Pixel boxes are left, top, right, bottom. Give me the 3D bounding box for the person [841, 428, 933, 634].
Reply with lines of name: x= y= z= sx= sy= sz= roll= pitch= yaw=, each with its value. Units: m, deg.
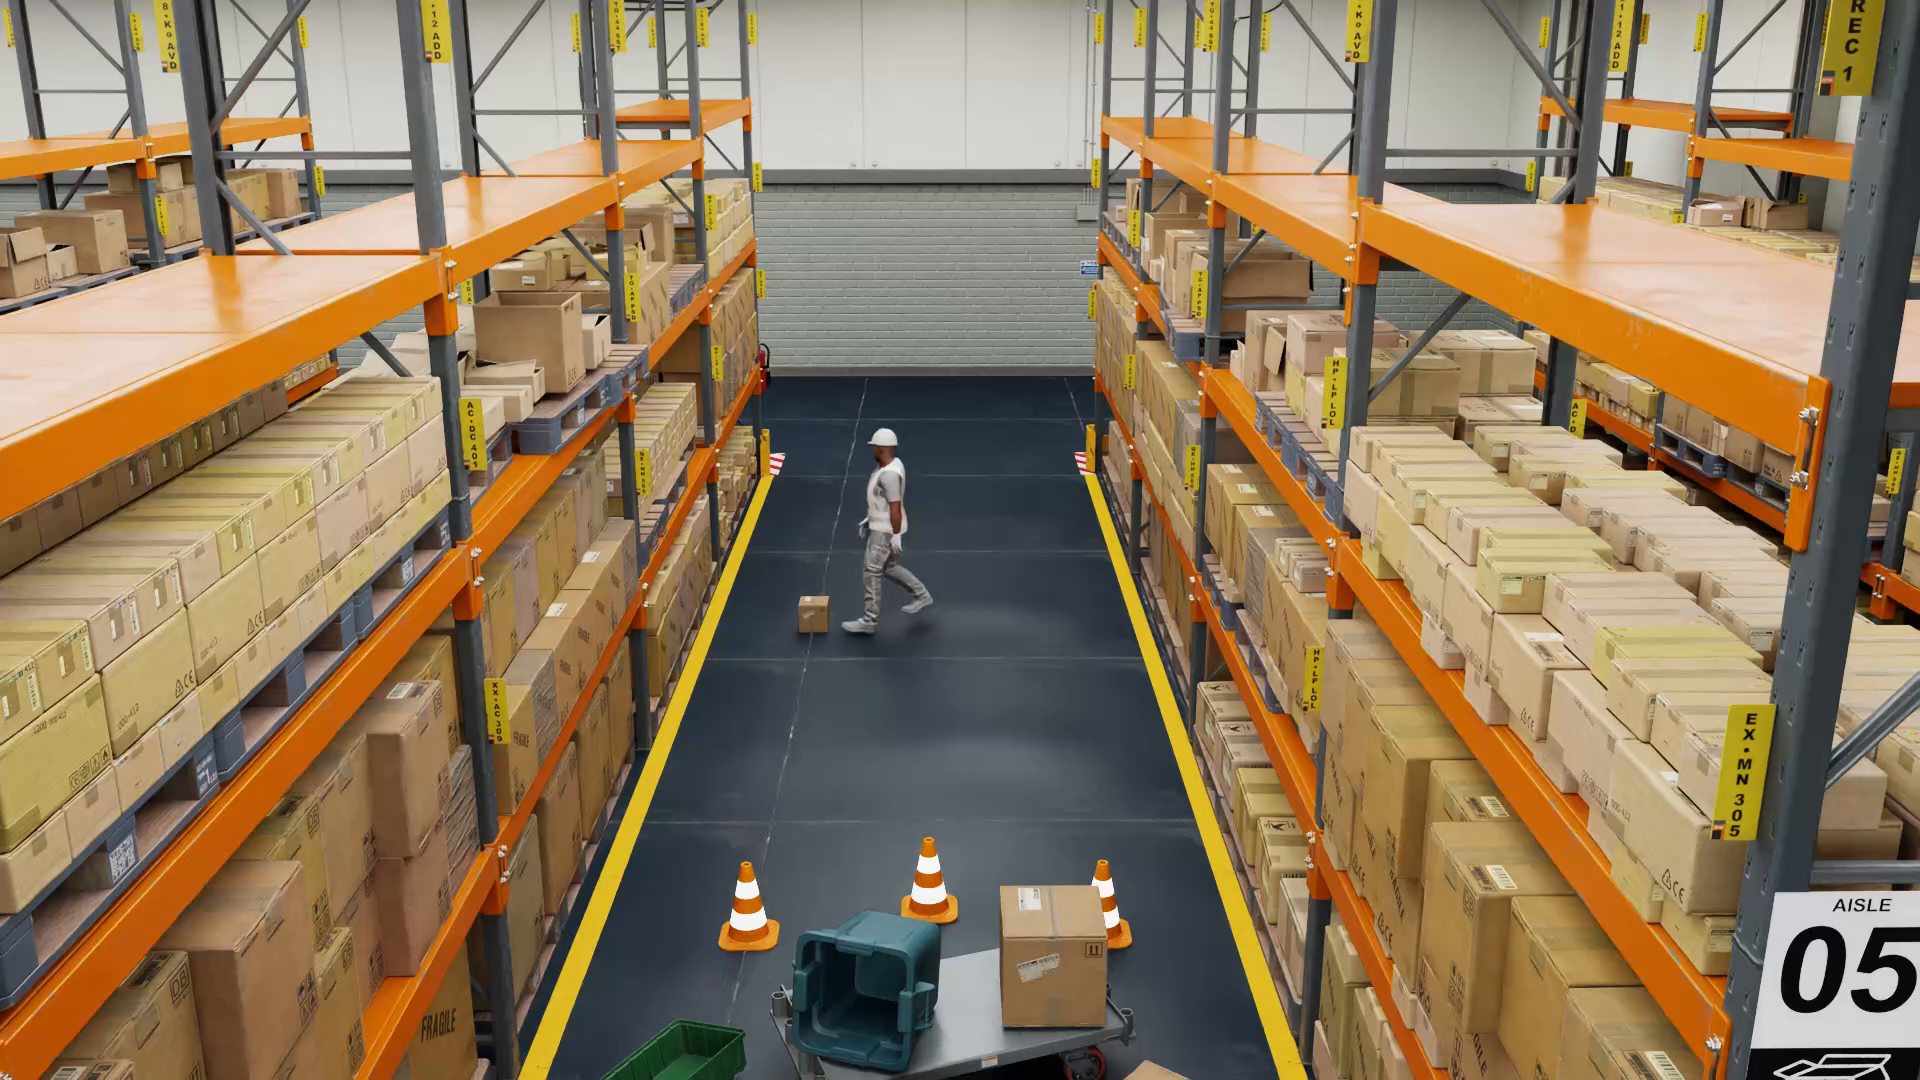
person: x=-0.634 y=-0.095 z=14.413 sx=0.795 sy=1.760 sz=0.574 roll=0 pitch=17 yaw=1
